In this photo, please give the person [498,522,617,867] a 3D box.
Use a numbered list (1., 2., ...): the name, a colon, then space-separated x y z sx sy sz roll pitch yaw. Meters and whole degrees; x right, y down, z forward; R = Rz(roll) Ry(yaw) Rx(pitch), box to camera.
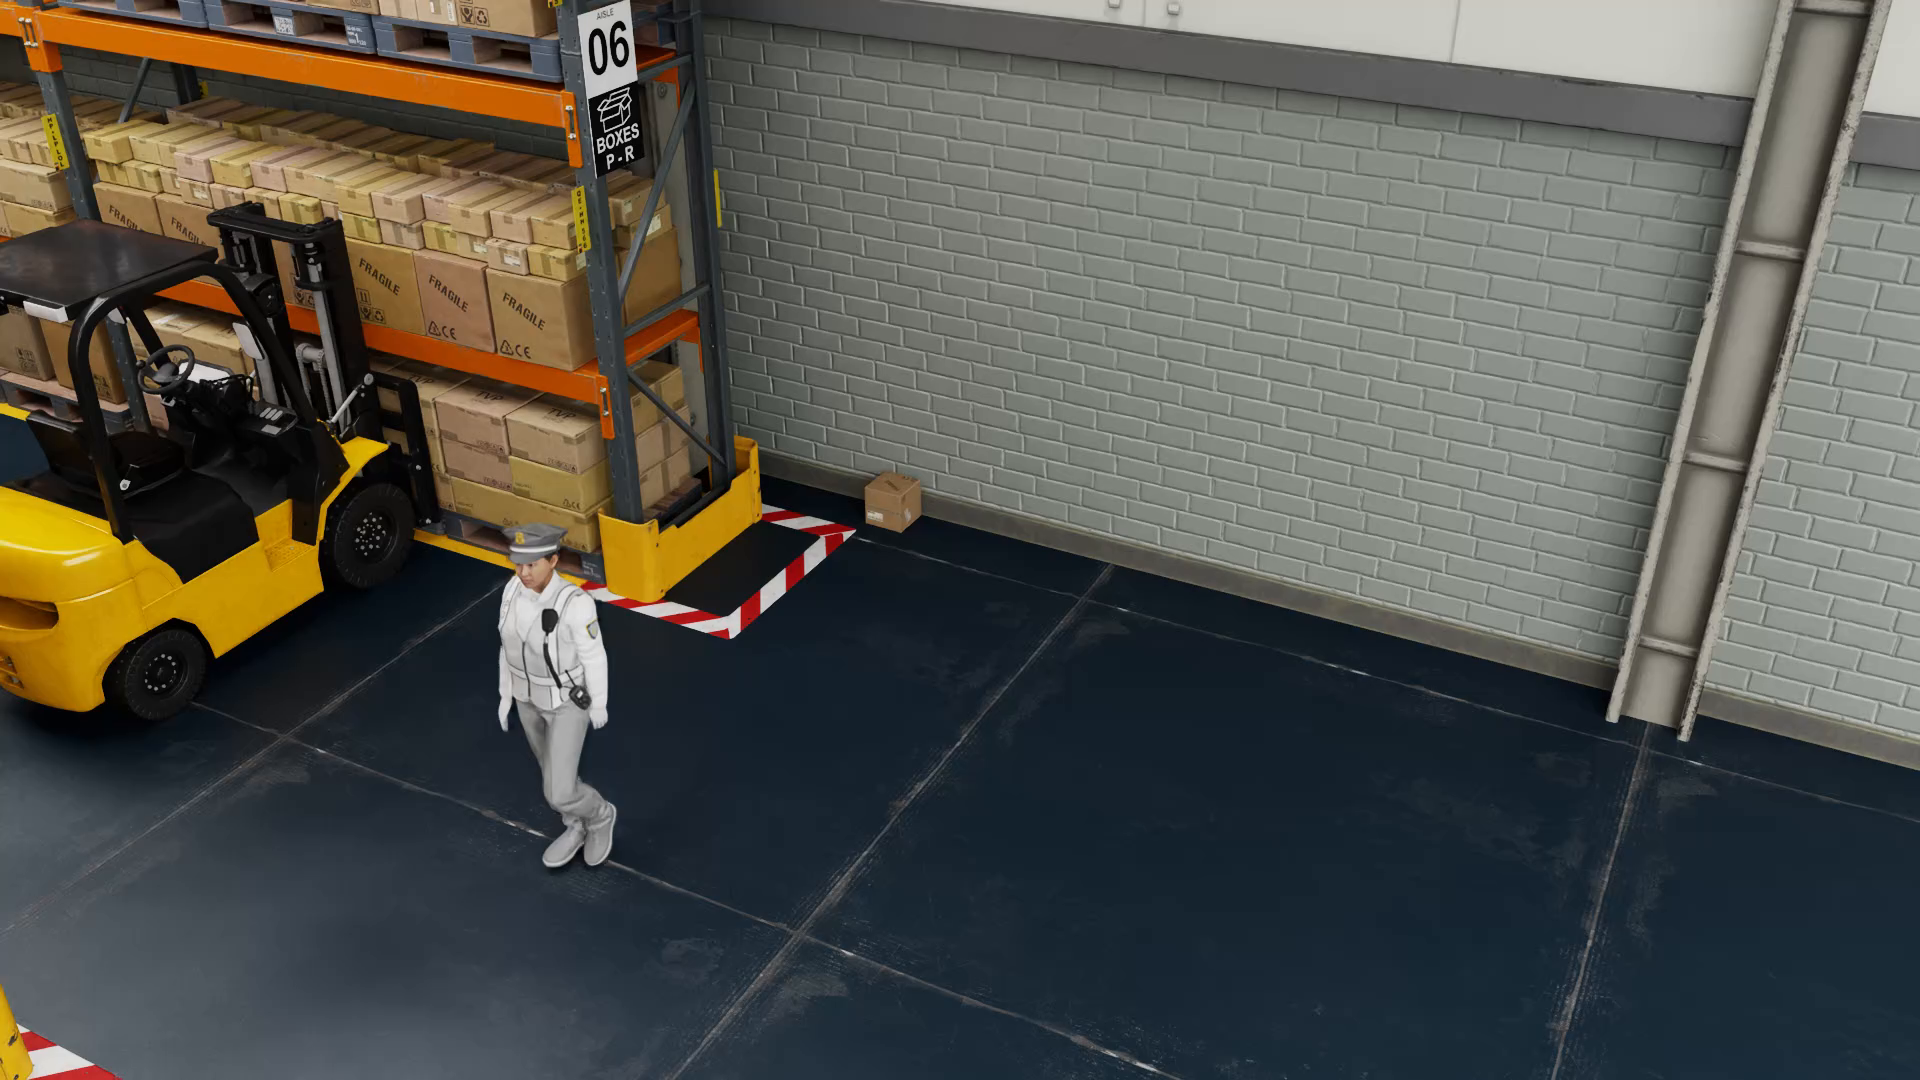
1. person: -1.740 0.693 7.033 0.483 1.697 0.433 15 34 25
